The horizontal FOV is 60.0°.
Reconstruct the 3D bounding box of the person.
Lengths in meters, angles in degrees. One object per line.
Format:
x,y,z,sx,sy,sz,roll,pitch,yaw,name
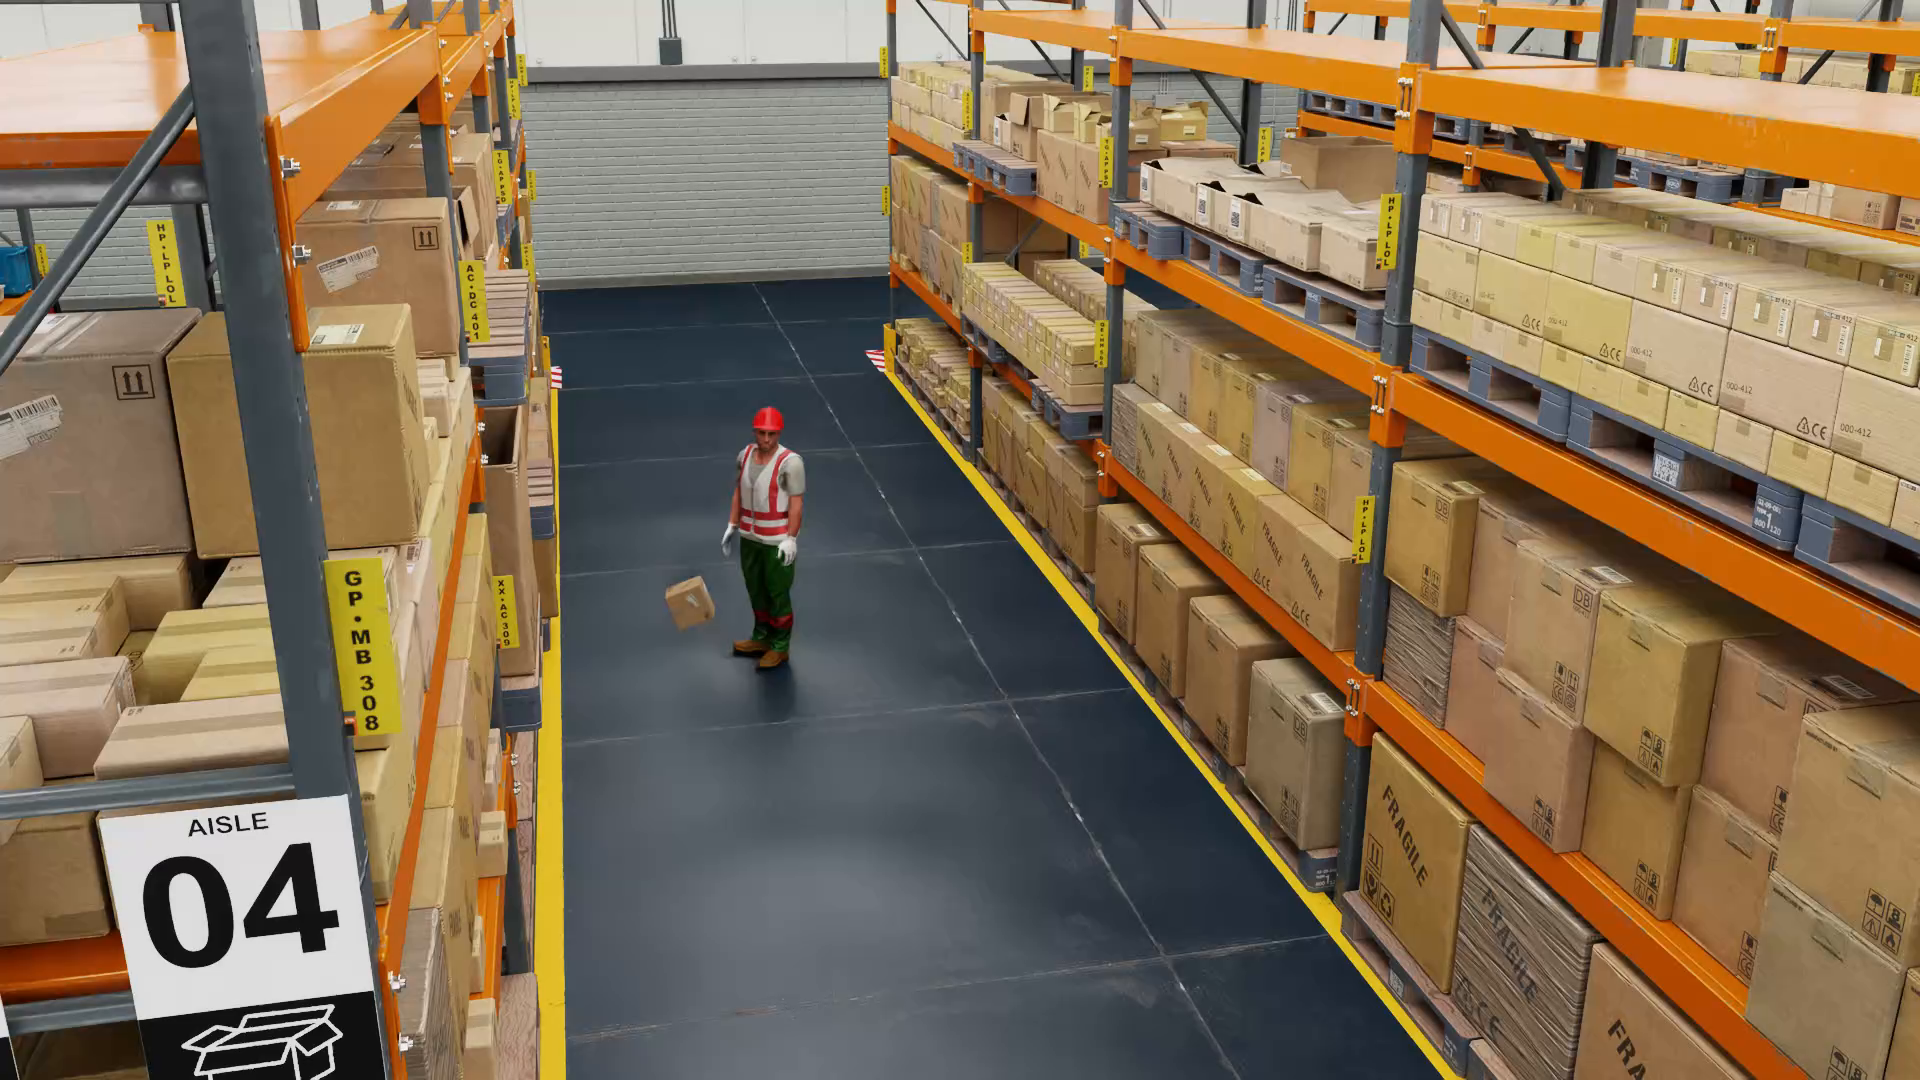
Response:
-1.328,-0.022,11.041,0.644,1.790,0.395,13,23,33,person
